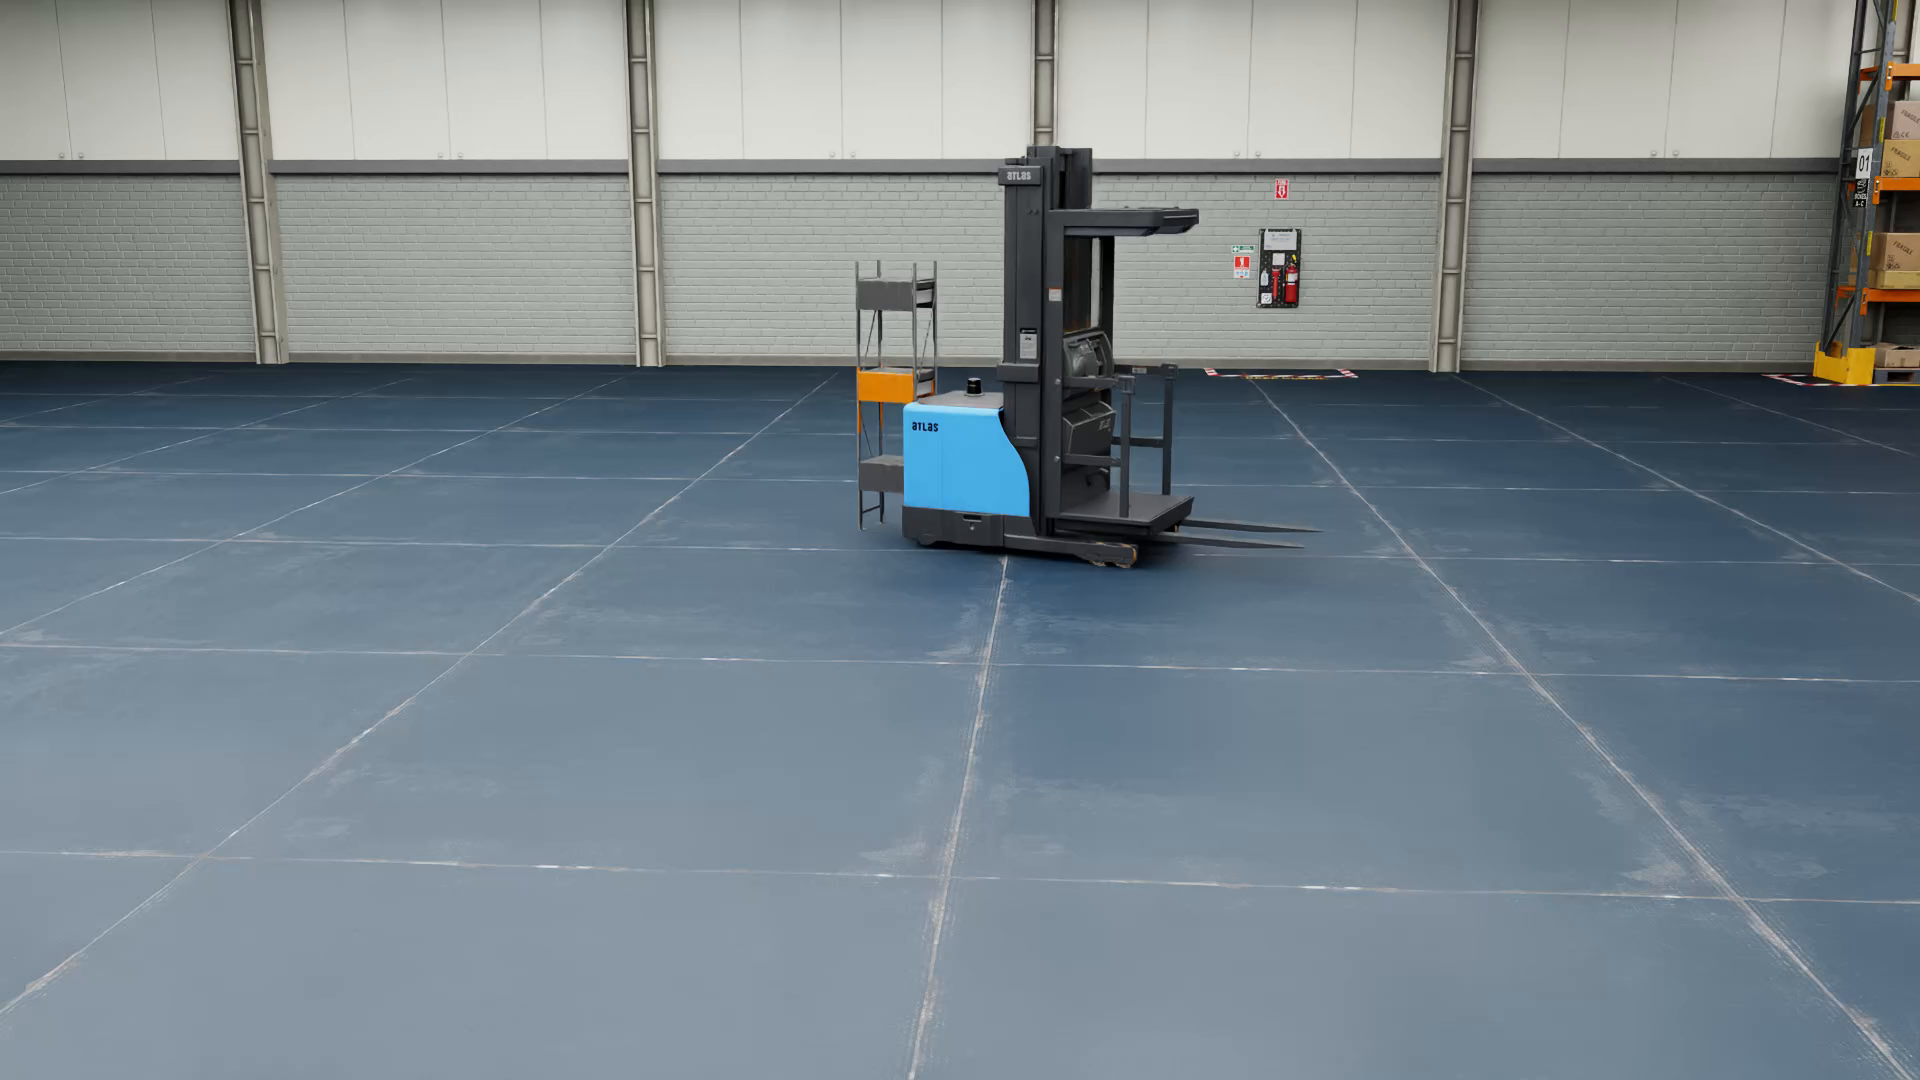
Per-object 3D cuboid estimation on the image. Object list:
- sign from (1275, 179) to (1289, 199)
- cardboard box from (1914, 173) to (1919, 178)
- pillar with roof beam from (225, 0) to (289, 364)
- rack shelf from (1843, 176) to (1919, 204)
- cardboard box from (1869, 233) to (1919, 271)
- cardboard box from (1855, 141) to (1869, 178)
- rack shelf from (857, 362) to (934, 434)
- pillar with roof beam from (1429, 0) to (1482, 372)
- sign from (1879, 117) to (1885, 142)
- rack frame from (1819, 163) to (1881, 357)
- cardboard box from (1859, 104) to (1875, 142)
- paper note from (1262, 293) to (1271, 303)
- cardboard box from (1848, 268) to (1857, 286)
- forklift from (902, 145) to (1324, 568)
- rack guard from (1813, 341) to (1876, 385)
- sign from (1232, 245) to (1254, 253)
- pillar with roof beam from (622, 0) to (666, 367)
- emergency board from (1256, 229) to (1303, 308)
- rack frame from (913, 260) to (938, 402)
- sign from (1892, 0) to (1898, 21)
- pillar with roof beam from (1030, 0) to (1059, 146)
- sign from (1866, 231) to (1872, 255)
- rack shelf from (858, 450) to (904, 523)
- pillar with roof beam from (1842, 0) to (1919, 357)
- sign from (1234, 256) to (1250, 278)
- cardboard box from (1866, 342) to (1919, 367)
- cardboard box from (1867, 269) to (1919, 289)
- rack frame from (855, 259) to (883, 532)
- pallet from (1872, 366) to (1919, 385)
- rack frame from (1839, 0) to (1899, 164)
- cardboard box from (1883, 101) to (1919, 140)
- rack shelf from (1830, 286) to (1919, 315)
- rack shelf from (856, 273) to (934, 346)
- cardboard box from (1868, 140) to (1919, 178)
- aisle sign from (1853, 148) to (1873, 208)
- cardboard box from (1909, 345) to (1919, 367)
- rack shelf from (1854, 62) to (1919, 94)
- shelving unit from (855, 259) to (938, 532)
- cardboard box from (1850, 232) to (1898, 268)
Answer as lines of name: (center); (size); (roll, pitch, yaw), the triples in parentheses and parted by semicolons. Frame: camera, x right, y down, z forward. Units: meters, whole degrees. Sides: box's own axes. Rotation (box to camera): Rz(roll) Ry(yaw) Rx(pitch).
sign: (4.758, -5.187, 24.579); (0.199, 0.298, 0.001); (1, 12, 4)
cardboard box: (13.304, -5.198, 22.673); (0.500, 0.500, 0.500); (2, 12, 8)
pillar with roof beam: (-11.025, -6.294, 20.879); (0.400, 9.000, 9.100); (1, 12, 4)
rack shelf: (14.449, -4.830, 22.964); (4.000, 0.370, 1.077); (1, 12, 4)
cardboard box: (12.909, -3.977, 22.940); (0.500, 0.500, 0.500); (1, 12, 4)
cardboard box: (12.886, -5.314, 23.229); (0.500, 0.500, 0.500); (2, 12, 8)
rack shelf: (-0.487, -1.093, 12.932); (0.480, 0.518, 0.431); (5, 13, 24)
pillar with roof beam: (6.935, -6.048, 19.701); (0.400, 9.000, 9.100); (1, 12, 4)
sign: (12.417, -5.527, 22.402); (0.005, 0.325, 0.100); (1, 12, 4)
rack frame: (12.453, -3.742, 23.329); (0.127, 3.000, 1.000); (1, 12, 4)
cardboard box: (12.901, -5.805, 23.134); (0.500, 0.500, 0.500); (1, 12, 6)
paper note: (4.588, -3.618, 24.888); (0.142, 0.148, 0.016); (1, 12, 4)
cardboard box: (12.933, -3.711, 23.501); (0.500, 0.250, 0.500); (1, 12, 5)
forklift: (1.124, -1.358, 12.101); (3.031, 2.935, 1.130); (5, 13, 24)
rack guard: (12.529, -2.517, 23.580); (0.348, 0.500, 1.175); (1, 12, 4)
sign: (4.219, -4.336, 24.789); (0.331, 0.109, 0.001); (1, 12, 4)
pillar with roof beam: (-5.038, -6.212, 20.486); (0.400, 9.000, 9.100); (1, 12, 4)
emergency board: (4.760, -4.032, 24.719); (0.643, 1.169, 0.194); (1, 12, 4)
rack frame: (-0.265, -1.086, 12.830); (0.015, 2.100, 0.400); (5, 13, 24)
sign: (12.417, -7.063, 22.081); (0.005, 0.325, 0.100); (1, 12, 4)
pillar with roof beam: (0.949, -6.130, 20.094); (0.400, 9.000, 9.100); (1, 12, 4)
sign: (12.417, -4.054, 22.710); (0.005, 0.325, 0.100); (1, 12, 4)
rack shelf: (-0.487, -0.408, 13.075); (0.480, 0.518, 0.431); (5, 13, 24)
pillar with roof beam: (12.922, -5.966, 19.309); (0.400, 9.000, 9.100); (1, 12, 4)
sign: (4.215, -4.078, 24.852); (0.234, 0.329, 0.001); (1, 12, 4)
cardboard box: (13.137, -2.613, 23.426); (0.500, 0.311, 0.500); (-1, 12, -3)
cardboard box: (12.919, -3.606, 23.000); (0.500, 0.250, 0.500); (0, 12, 2)
rack frame: (-0.709, -1.127, 13.028); (0.015, 2.100, 0.400); (5, 13, 24)
pallet: (13.337, -2.357, 23.521); (1.213, 0.211, 1.003); (1, 12, 4)
rack frame: (12.453, -6.678, 22.714); (0.127, 3.000, 1.000); (1, 12, 4)
cardboard box: (12.821, -5.703, 22.644); (0.500, 0.500, 0.500); (0, 12, 0)
rack shelf: (14.449, -3.362, 23.271); (4.000, 0.370, 1.077); (1, 12, 4)
rack shelf: (-0.487, -1.778, 12.788); (0.480, 0.518, 0.431); (5, 13, 24)
cardboard box: (12.770, -5.213, 22.743); (0.500, 0.500, 0.500); (1, 12, 5)
aisle sign: (12.361, -4.954, 22.774); (0.004, 0.787, 0.394); (1, 12, 4)
cardboard box: (13.706, -2.605, 23.388); (0.500, 0.311, 0.500); (2, 12, 8)
rack shelf: (14.449, -6.297, 22.658); (4.000, 0.370, 1.077); (1, 12, 4)
shelving unit: (-0.487, -1.106, 12.929); (0.503, 2.100, 0.431); (5, 13, 24)
cardboard box: (12.938, -4.082, 23.442); (0.500, 0.500, 0.500); (1, 12, 3)
